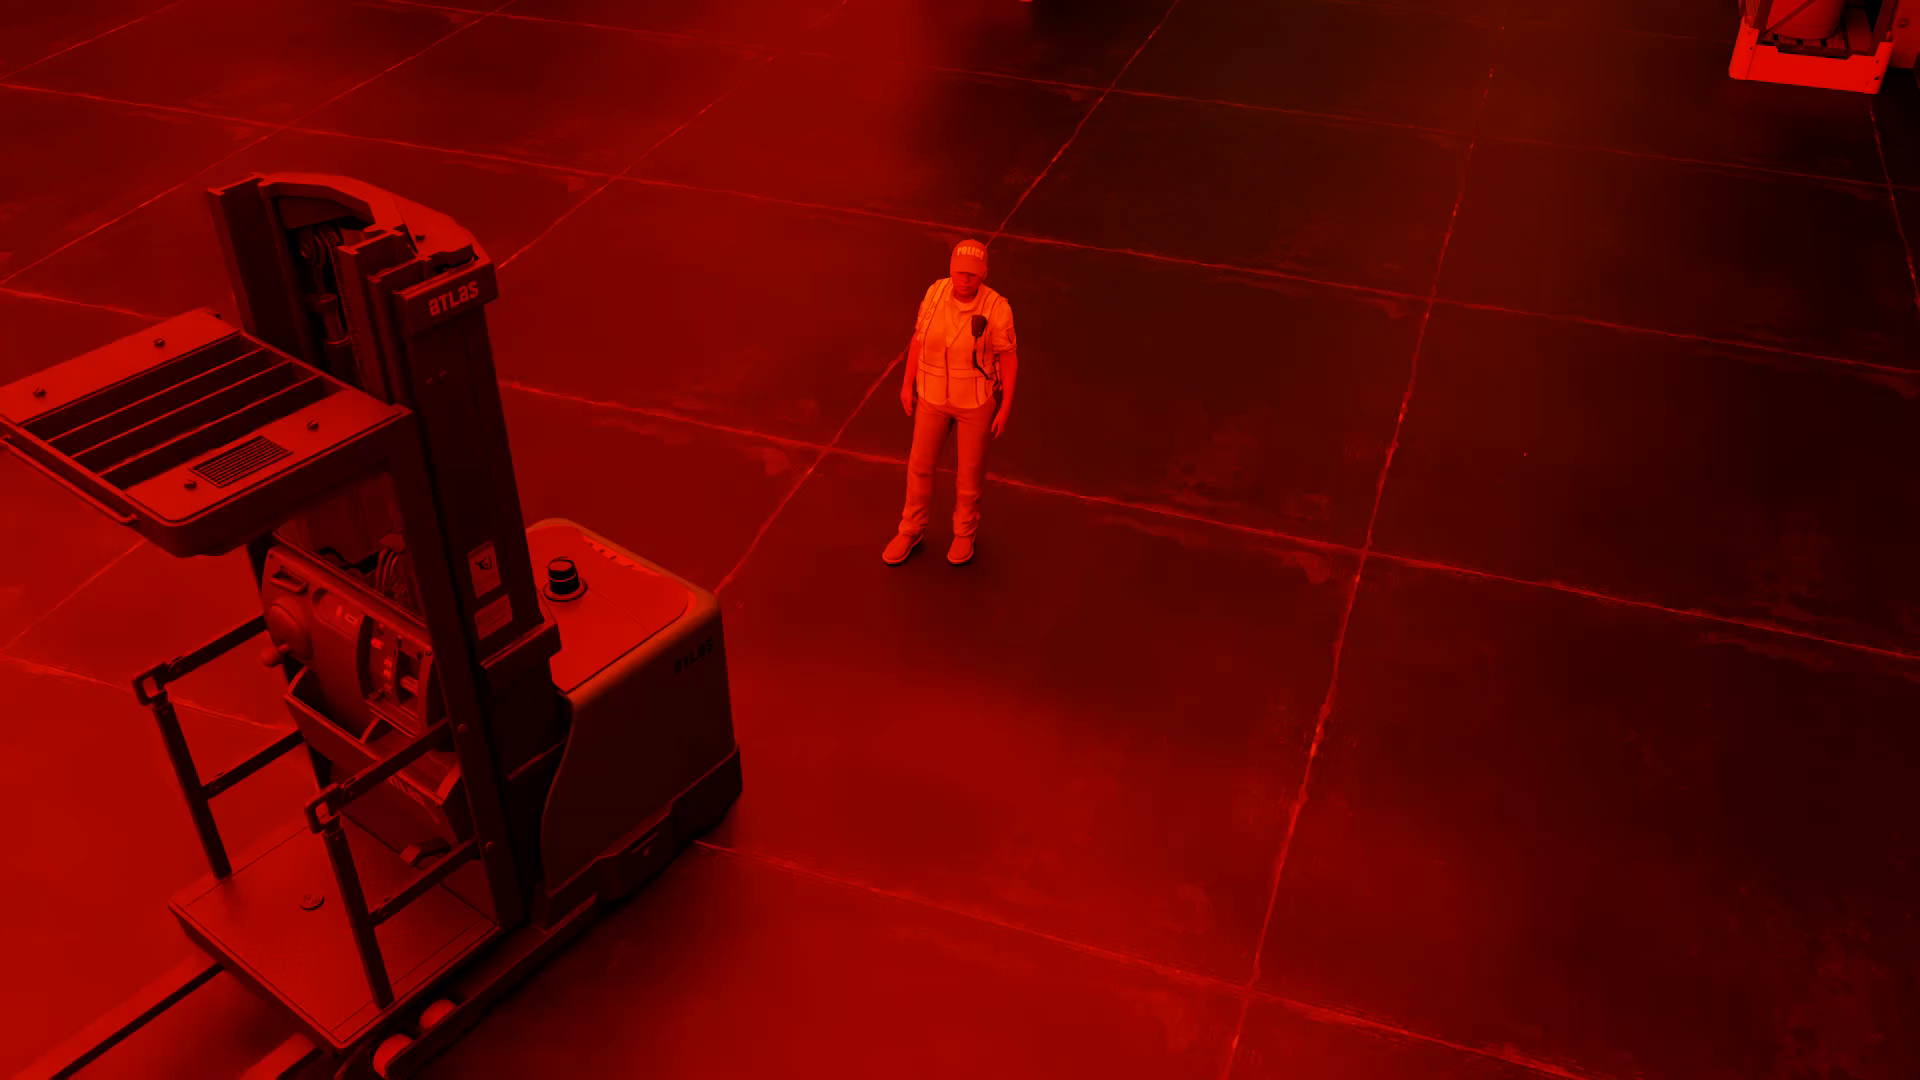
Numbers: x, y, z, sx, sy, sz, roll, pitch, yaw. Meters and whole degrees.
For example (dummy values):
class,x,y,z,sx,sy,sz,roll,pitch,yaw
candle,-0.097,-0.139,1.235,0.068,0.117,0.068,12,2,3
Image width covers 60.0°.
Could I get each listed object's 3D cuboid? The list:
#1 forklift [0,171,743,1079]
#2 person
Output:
class,x,y,z,sx,sy,sz,roll,pitch,yaw
forklift,-2.219,0.406,5.538,1.130,2.935,3.031,24,42,30
person,-0.047,-0.649,8.106,0.599,1.670,0.529,12,37,16
